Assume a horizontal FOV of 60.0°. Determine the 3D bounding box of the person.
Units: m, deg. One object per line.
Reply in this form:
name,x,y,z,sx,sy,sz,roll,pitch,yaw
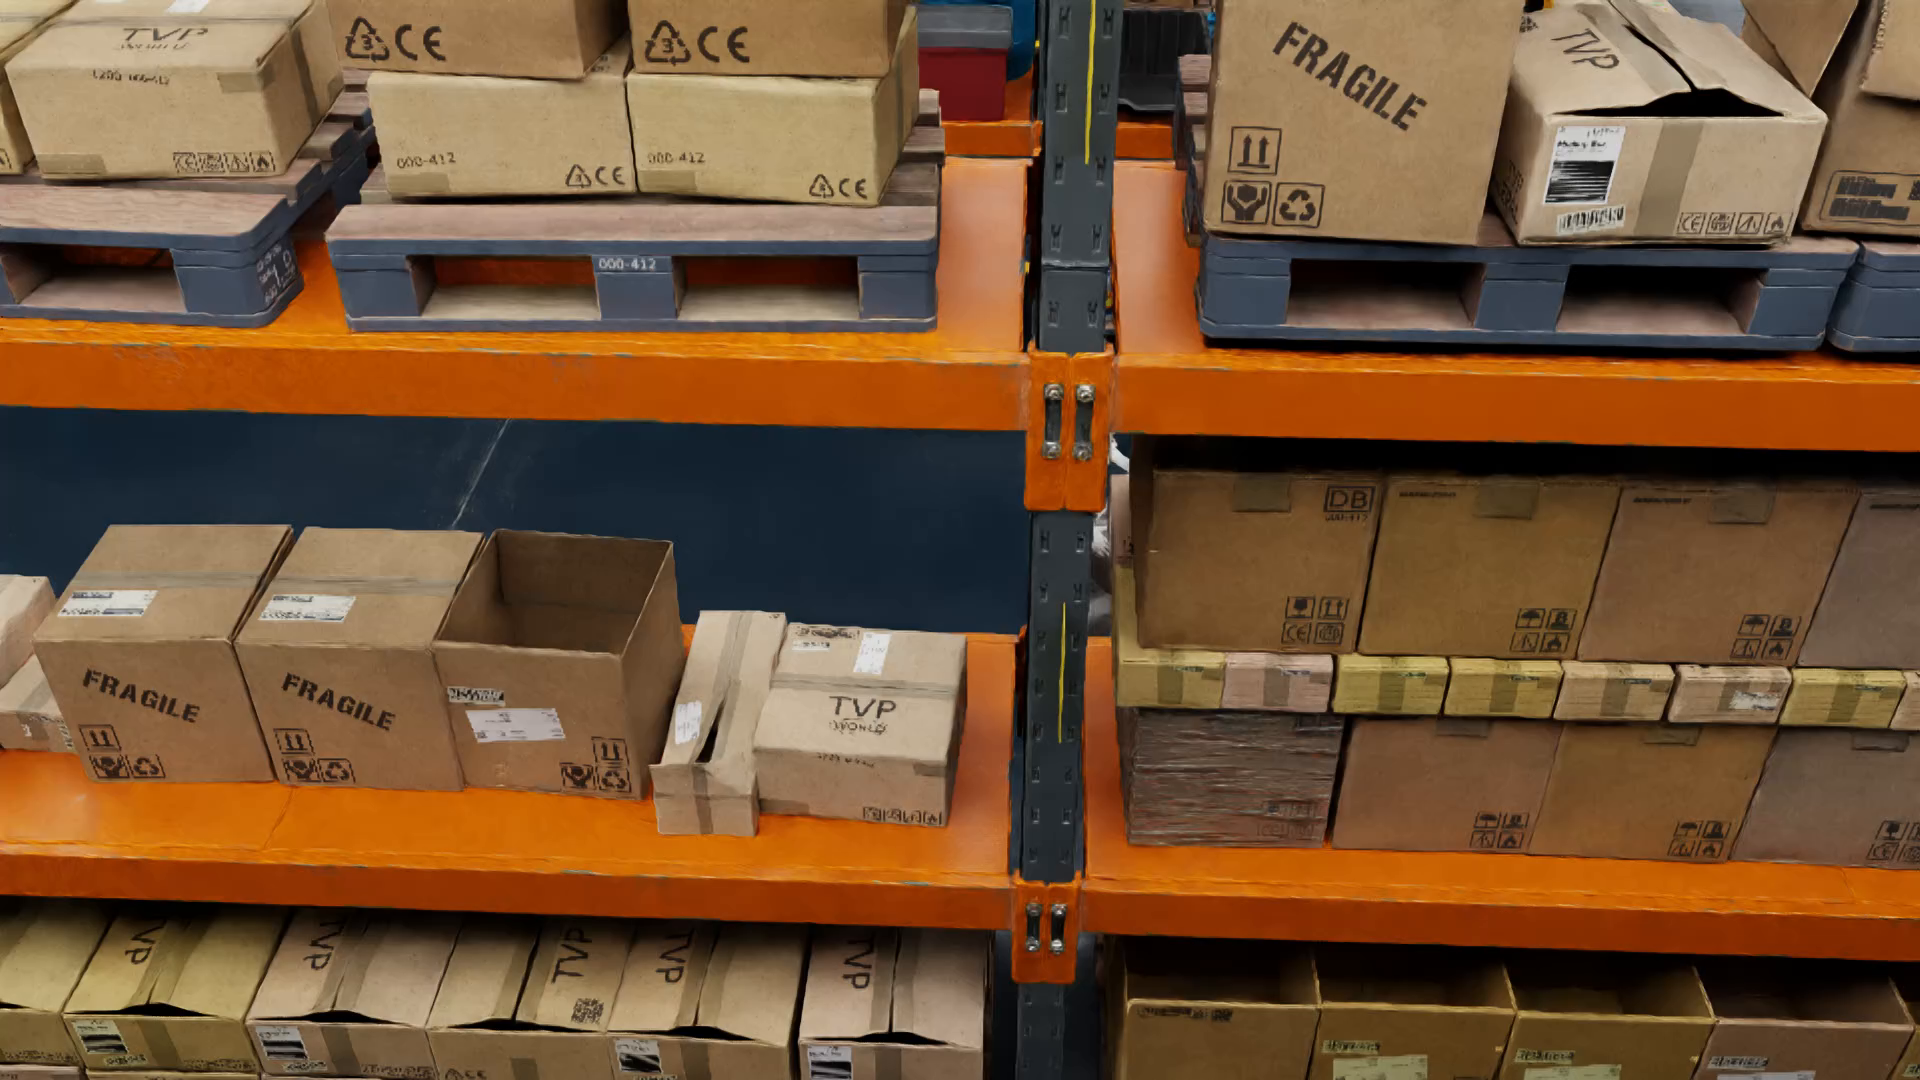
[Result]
person,0.483,-0.127,6.327,0.467,1.671,0.675,2,36,2
